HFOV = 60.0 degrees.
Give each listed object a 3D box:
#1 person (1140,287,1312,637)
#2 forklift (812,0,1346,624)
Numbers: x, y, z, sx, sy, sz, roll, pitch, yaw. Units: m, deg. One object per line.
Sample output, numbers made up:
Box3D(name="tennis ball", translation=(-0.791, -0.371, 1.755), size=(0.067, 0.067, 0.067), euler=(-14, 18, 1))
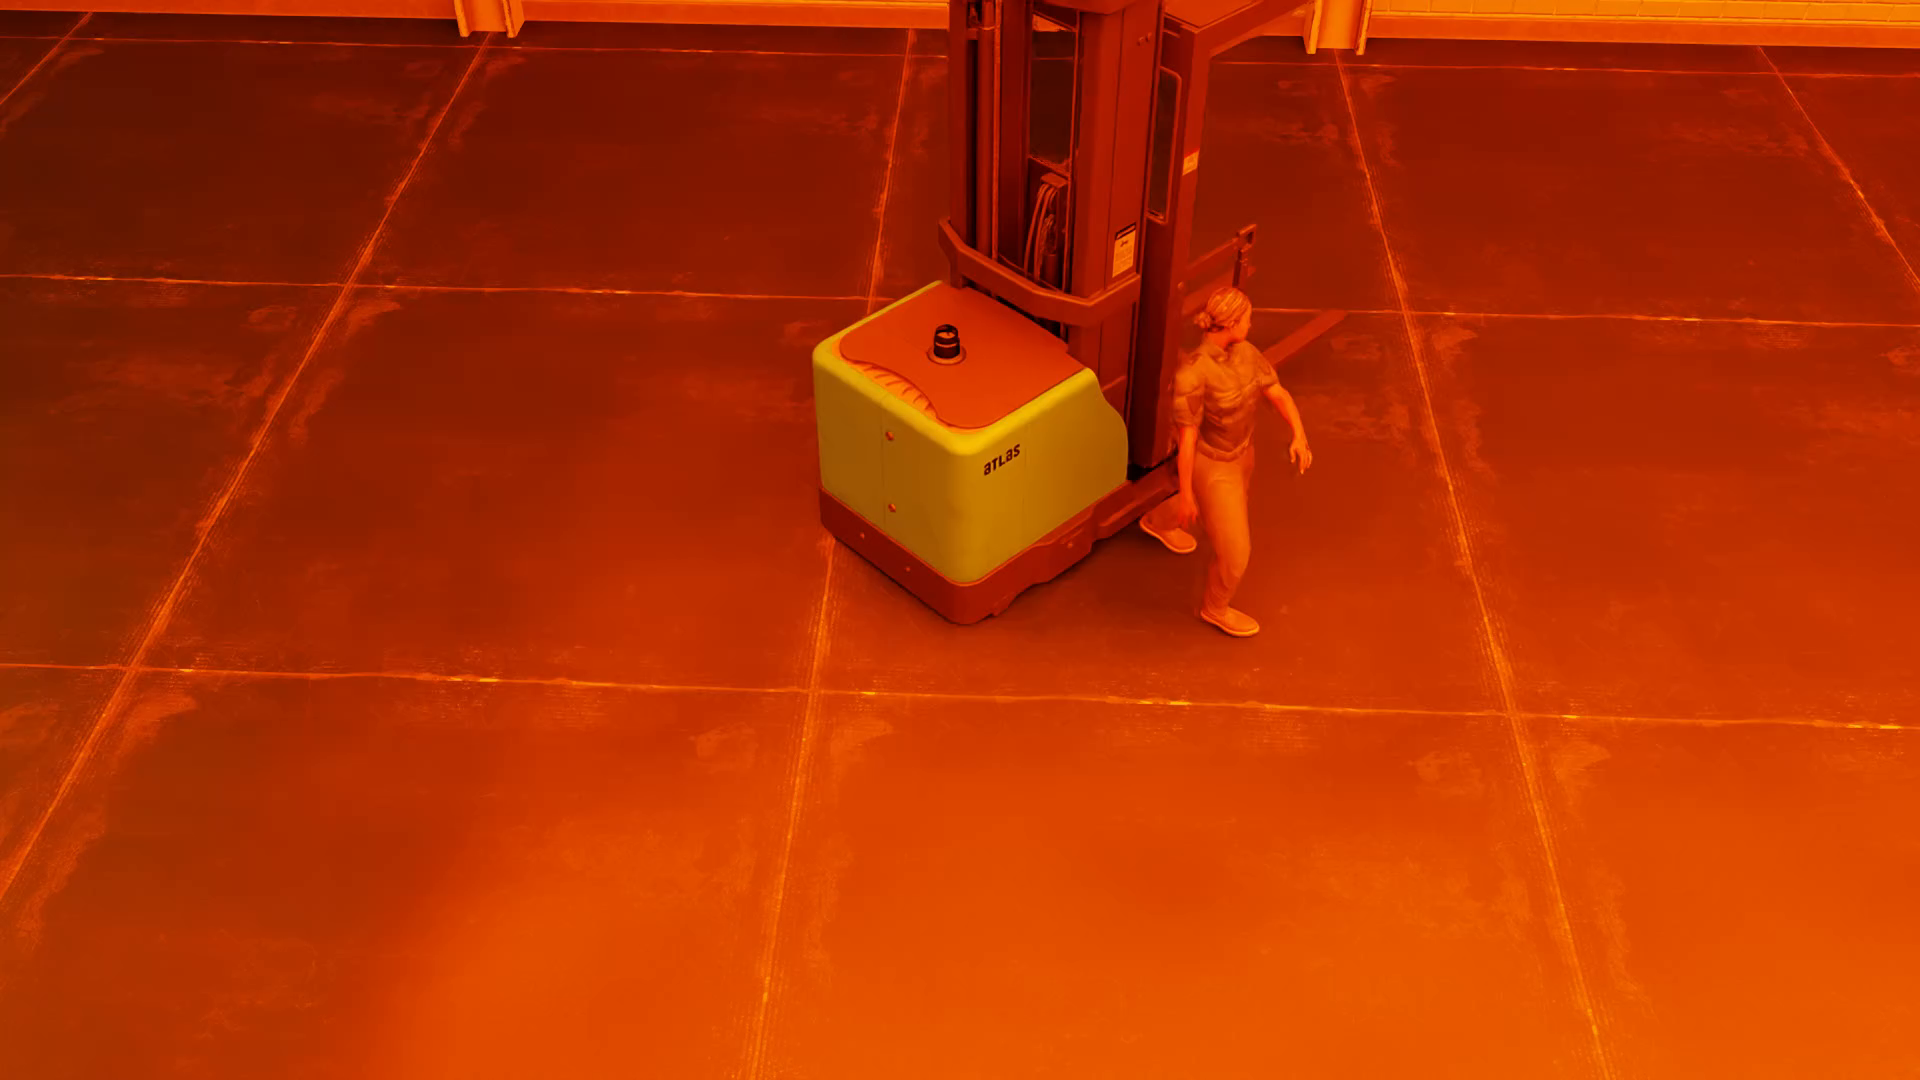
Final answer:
Box3D(name="person", translation=(1.105, -0.317, 7.131), size=(0.820, 1.523, 0.696), euler=(20, 46, 20))
Box3D(name="forklift", translation=(0.747, -1.587, 7.481), size=(3.031, 2.935, 1.130), euler=(-33, 52, -31))
